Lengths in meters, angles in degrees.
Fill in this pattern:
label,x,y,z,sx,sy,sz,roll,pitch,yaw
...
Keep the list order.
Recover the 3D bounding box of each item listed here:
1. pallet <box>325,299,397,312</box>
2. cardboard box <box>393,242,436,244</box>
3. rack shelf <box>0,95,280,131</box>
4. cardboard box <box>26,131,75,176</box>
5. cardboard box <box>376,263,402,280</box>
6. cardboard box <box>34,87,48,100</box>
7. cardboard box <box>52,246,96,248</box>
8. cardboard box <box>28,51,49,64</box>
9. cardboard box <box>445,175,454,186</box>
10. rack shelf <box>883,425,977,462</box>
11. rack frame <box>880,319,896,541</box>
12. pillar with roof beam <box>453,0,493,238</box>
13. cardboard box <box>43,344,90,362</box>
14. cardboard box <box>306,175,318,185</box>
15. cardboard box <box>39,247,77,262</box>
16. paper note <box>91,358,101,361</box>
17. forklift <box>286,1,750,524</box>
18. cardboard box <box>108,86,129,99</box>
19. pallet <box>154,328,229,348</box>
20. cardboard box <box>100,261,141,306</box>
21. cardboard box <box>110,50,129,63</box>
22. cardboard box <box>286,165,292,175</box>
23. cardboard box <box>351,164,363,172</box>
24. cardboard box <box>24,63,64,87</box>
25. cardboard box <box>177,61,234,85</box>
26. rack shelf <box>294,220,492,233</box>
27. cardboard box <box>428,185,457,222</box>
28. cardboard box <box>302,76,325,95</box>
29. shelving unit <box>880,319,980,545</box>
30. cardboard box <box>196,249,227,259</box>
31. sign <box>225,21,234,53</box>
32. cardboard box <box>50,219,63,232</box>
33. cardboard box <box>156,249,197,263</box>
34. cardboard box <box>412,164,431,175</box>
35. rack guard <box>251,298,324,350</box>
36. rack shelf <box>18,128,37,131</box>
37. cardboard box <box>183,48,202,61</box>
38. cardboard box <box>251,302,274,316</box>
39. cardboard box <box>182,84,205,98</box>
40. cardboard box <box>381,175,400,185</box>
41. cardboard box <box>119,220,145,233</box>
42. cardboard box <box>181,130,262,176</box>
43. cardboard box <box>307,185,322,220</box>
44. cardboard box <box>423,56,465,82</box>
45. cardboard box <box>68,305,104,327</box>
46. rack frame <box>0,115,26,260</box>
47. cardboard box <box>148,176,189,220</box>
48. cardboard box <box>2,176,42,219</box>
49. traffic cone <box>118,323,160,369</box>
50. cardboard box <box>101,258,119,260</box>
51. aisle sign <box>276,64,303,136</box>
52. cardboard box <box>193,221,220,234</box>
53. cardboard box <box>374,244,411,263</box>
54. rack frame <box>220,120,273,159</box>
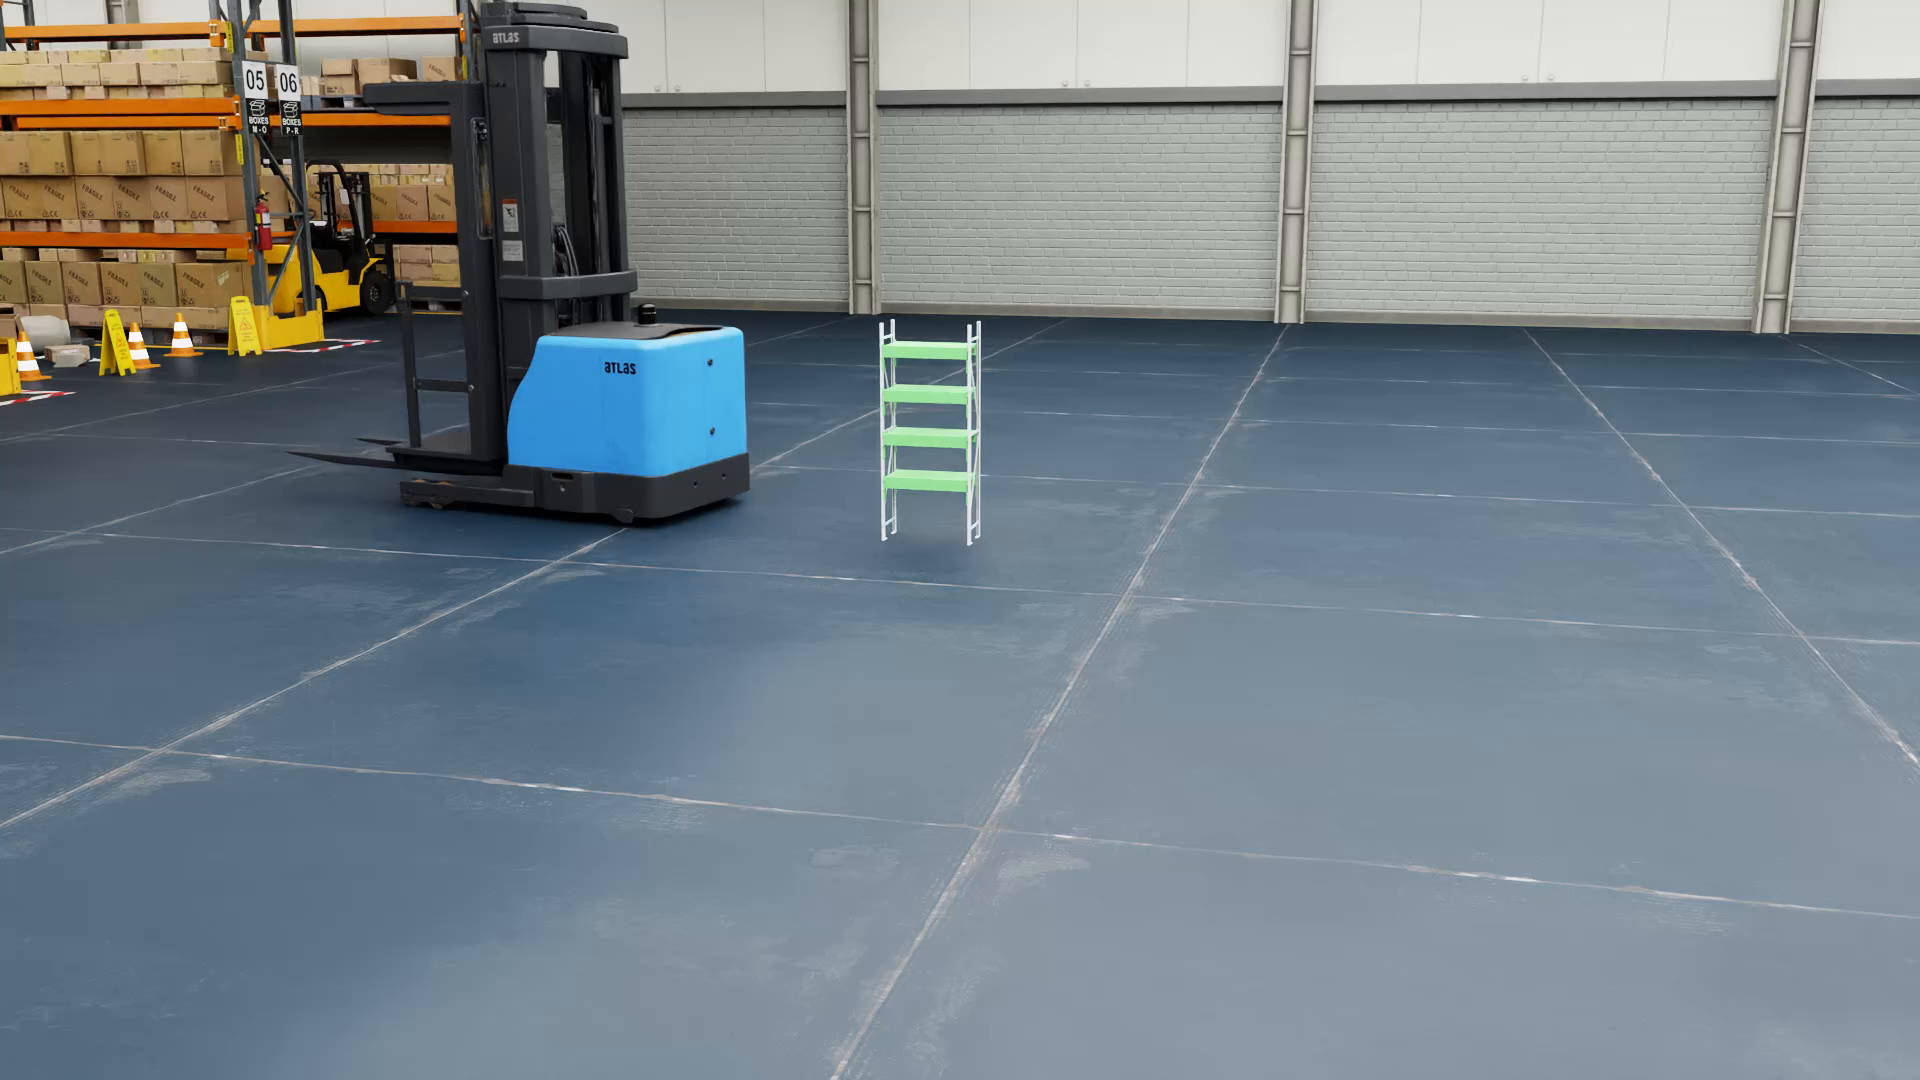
label,x,y,z,sx,sy,sz,roll,pitch,yaw
pallet,-8.659,-3.547,24.731,1.213,0.211,1.003,3,13,14
cardboard box,-8.116,-4.282,24.679,0.500,0.250,0.500,3,13,13
rack shelf,-9.853,-4.986,19.518,4.000,0.370,1.077,3,13,14
cardboard box,-10.448,-4.528,19.490,0.500,0.500,0.700,3,13,12
cardboard box,-8.264,-3.930,24.247,0.500,0.250,0.500,3,13,12
cardboard box,-10.553,-5.198,19.393,0.250,0.149,0.380,3,13,12
cardboard box,-13.890,-4.239,25.927,0.625,0.625,0.875,3,13,15
cardboard box,-10.552,-5.578,19.265,0.250,0.149,0.380,3,13,12
cardboard box,-7.130,-5.138,23.737,0.250,0.149,0.380,3,13,14
rack shelf,-0.161,-0.532,9.156,0.480,0.148,0.258,3,13,14
rack frame,-0.398,-0.607,9.200,0.015,1.200,0.240,3,13,14
pillar with roof beam,-8.217,-7.062,20.290,0.400,9.000,9.100,3,13,14
cardboard box,-9.667,-2.021,17.998,0.250,0.149,0.380,12,17,43
cardboard box,-9.375,-5.251,24.249,0.250,0.149,0.380,3,13,13
cardboard box,-10.680,-3.389,19.735,0.250,0.149,0.380,4,13,16
paper note,-9.306,-1.950,17.953,0.142,0.019,0.148,-1,13,-6
forklift,-2.859,-1.716,10.200,3.031,2.935,1.130,6,14,24
cardboard box,-9.561,-5.143,19.144,0.250,0.149,0.380,3,13,12
pallet,-8.765,-2.461,19.841,1.213,0.211,1.003,3,13,14
cardboard box,-9.748,-3.039,19.652,0.500,0.500,0.500,3,13,12
cardboard box,-9.521,-5.544,19.110,0.250,0.149,0.380,3,13,12
cardboard box,-9.620,-5.412,24.285,0.250,0.149,0.380,3,13,15
cardboard box,-8.615,-5.377,24.127,0.250,0.149,0.380,3,13,14
cardboard box,-10.447,-5.379,19.288,0.500,0.250,0.500,3,13,14
cardboard box,-8.473,-5.275,18.821,0.500,0.250,0.500,3,13,13
rack shelf,-8.668,-4.566,24.549,4.000,0.370,1.077,3,13,14
cardboard box,-7.266,-4.832,23.858,0.500,0.500,0.500,3,13,12
cardboard box,-9.241,-6.533,23.937,0.258,0.266,0.396,3,13,12
shelving unit,-0.161,-0.594,9.143,0.503,1.200,0.258,3,13,14
cardboard box,-11.119,-4.091,25.262,0.625,0.625,0.875,4,13,16
sign,-8.064,-5.550,18.355,0.005,0.325,0.100,3,13,14
cardboard box,-10.545,-3.733,19.716,0.250,0.149,0.380,3,13,13
cardboard box,-9.124,-3.306,19.361,0.250,0.149,0.380,3,13,15
cardboard box,-7.631,-5.312,23.837,0.250,0.149,0.380,3,13,15
rack guard,-7.985,-2.553,19.586,0.348,0.500,1.175,3,13,14
rack shelf,-16.435,-6.445,26.095,4.000,0.370,1.077,3,13,14
cardboard box,-8.552,-5.477,18.809,0.250,0.149,0.380,3,13,15
cardboard box,-8.628,-2.732,20.000,0.500,0.250,0.500,3,13,13
cardboard box,-8.574,-5.077,18.845,0.250,0.149,0.380,3,13,14
cardboard box,-8.131,-5.190,23.974,0.250,0.149,0.380,3,13,12
cardboard box,-9.584,-3.673,19.442,0.250,0.149,0.380,3,13,13
cardboard box,-8.460,-4.432,19.058,0.500,0.500,0.700,3,13,12
cardboard box,-9.239,-4.942,24.353,0.500,0.500,0.500,3,13,13
cardboard box,-7.214,-6.552,23.483,0.500,0.500,0.500,3,13,15
cardboard box,-10.250,-2.700,19.856,0.500,0.250,0.500,3,13,13
rack frame,-11.795,-3.977,20.233,0.127,3.000,1.000,3,13,14
cardboard box,-8.989,-3.960,19.241,0.500,0.500,0.500,3,13,14
cardboard box,-10.942,-4.068,19.727,0.500,0.500,0.500,3,13,13
traffic cone,-8.574,-2.031,17.318,0.334,0.463,0.336,3,13,14
cardboard box,-10.166,-3.179,20.284,0.500,0.500,0.500,4,13,17
aisle sign,-7.777,-5.100,19.295,0.004,0.787,0.394,3,13,14
cardboard box,-8.598,-3.611,19.163,0.250,0.149,0.380,3,13,13
cardboard box,-8.237,-4.172,24.181,0.500,0.250,0.500,3,13,14
rack frame,-10.609,-5.021,24.938,0.127,3.000,1.000,3,13,14
